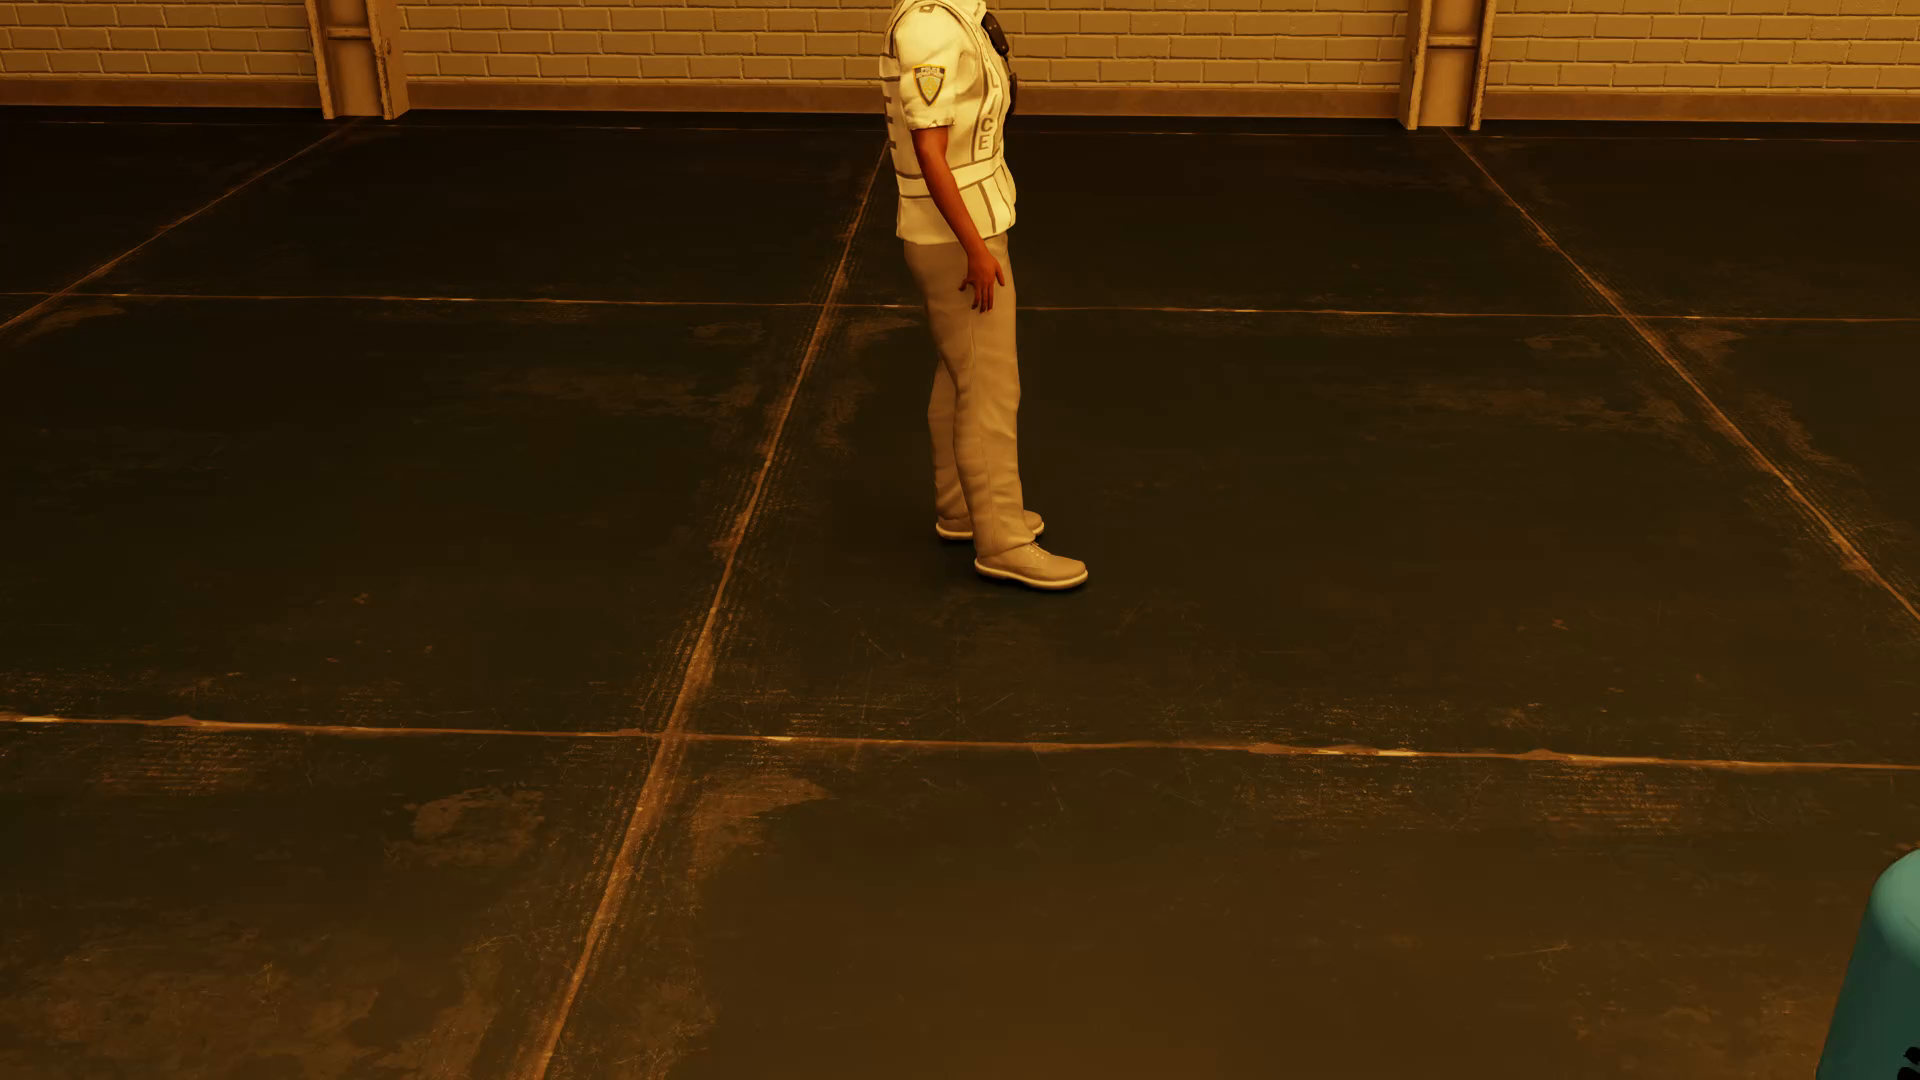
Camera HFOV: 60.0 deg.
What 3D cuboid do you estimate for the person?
[{"bbox_3d":[0.074,-0.756,4.122,0.528,1.695,0.569,1,26,2],"label":"person"}]
